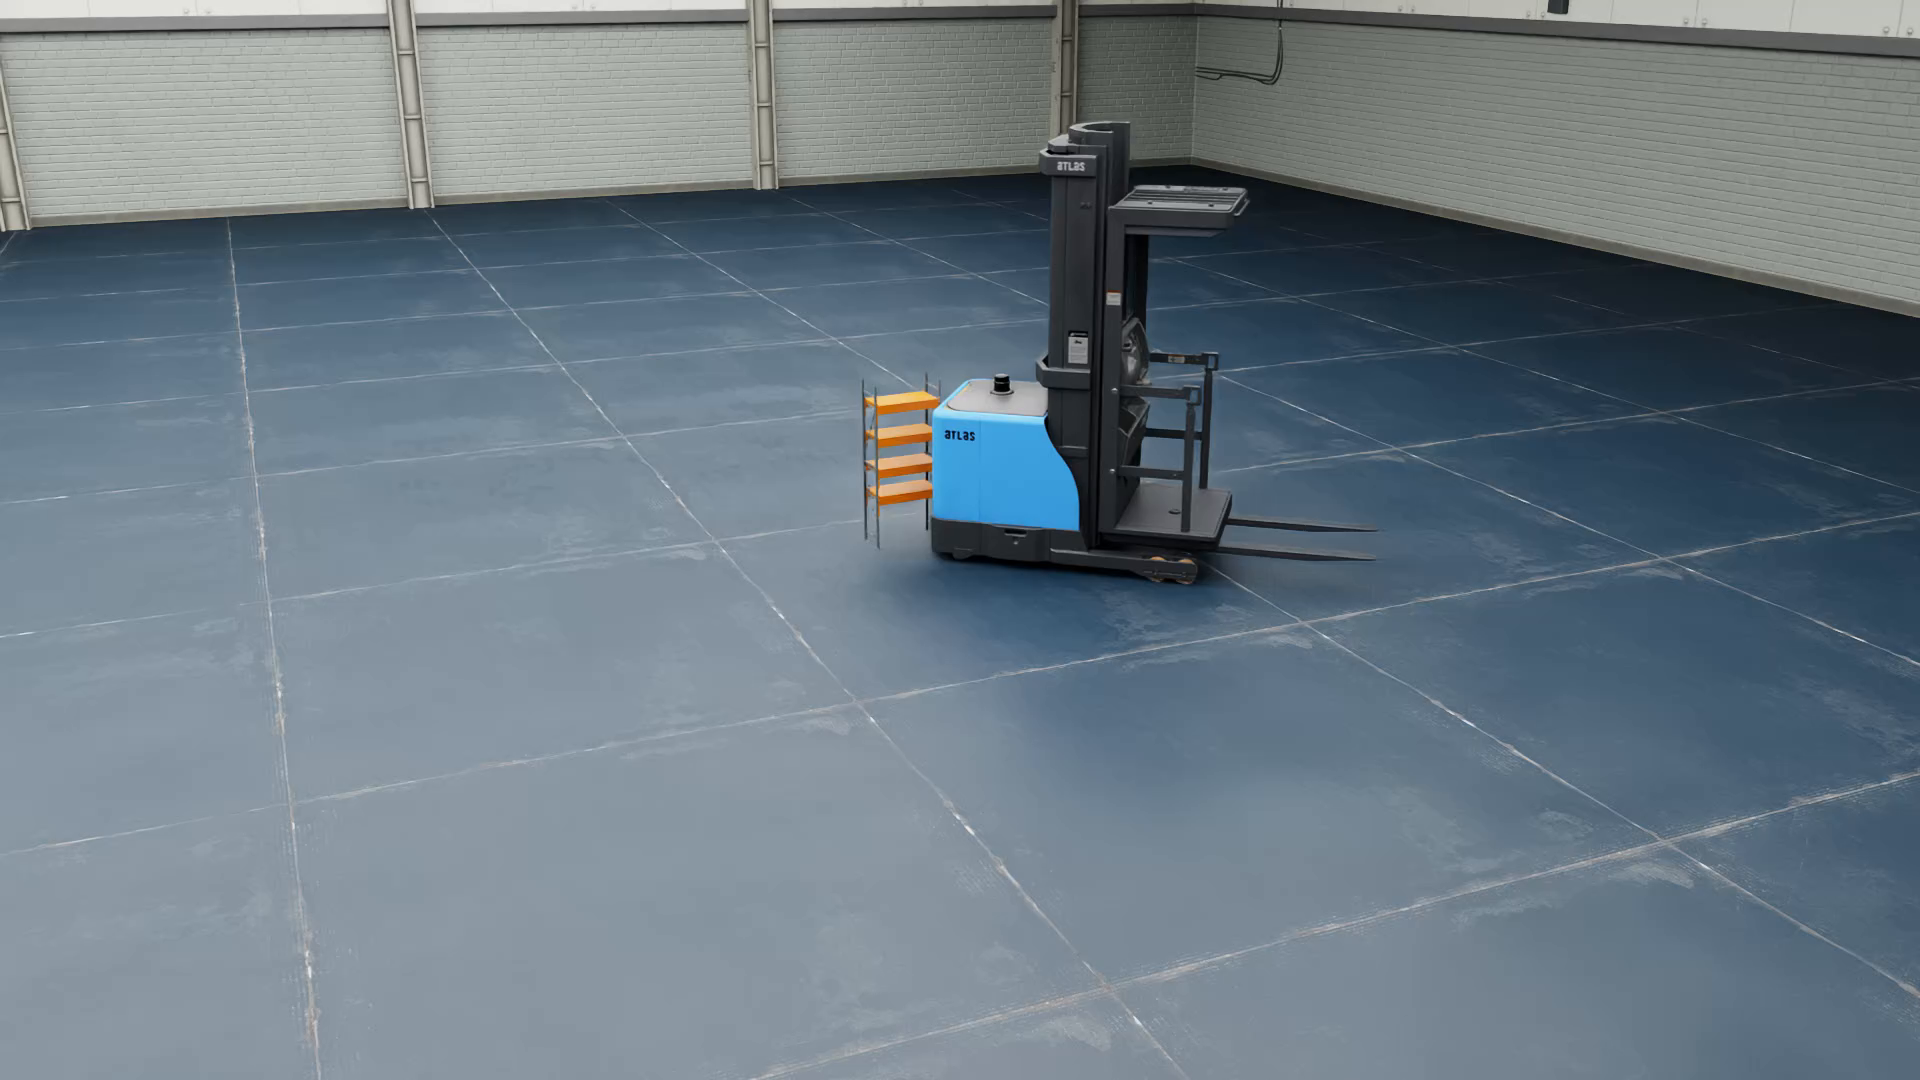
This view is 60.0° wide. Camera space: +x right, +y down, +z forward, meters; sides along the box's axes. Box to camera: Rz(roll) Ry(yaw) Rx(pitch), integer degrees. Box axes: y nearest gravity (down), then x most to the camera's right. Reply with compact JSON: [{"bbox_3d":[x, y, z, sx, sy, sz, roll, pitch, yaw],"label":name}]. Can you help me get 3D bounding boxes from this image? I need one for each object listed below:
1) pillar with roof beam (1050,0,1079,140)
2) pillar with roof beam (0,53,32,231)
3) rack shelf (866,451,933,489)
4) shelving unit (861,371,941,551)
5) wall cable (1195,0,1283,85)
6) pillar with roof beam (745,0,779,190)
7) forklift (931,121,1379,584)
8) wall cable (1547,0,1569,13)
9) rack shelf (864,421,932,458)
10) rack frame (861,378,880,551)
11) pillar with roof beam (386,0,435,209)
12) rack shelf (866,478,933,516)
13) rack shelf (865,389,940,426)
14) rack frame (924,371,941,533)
[{"bbox_3d":[3.696,-10.092,27.136,0.400,9.000,9.100,-8,21,-22],"label":"pillar with roof beam"},{"bbox_3d":[-12.832,-7.725,20.411,0.400,9.000,9.100,-8,21,-22],"label":"pillar with roof beam"},{"bbox_3d":[-0.412,-0.499,11.834,0.480,0.148,0.258,-9,21,-25],"label":"rack shelf"},{"bbox_3d":[-0.412,-0.562,11.812,0.503,1.200,0.258,-9,21,-25],"label":"shelving unit"},{"bbox_3d":[5.219,-9.925,31.336,0.112,2.526,3.097,-8,21,-22],"label":"wall cable"},{"bbox_3d":[-1.813,-9.303,24.894,0.400,9.000,9.100,-8,21,-22],"label":"pillar with roof beam"},{"bbox_3d":[1.372,-1.280,11.244,3.031,2.935,1.130,5,20,14],"label":"forklift"},{"bbox_3d":[8.965,-10.097,22.027,0.169,6.003,2.305,-8,21,-22],"label":"wall cable"},{"bbox_3d":[-0.412,-0.710,11.760,0.480,0.148,0.258,-9,21,-25],"label":"rack shelf"},{"bbox_3d":[-0.631,-0.526,11.710,0.015,1.200,0.240,-9,21,-25],"label":"rack frame"},{"bbox_3d":[-7.323,-8.514,22.653,0.400,9.000,9.100,-8,21,-22],"label":"pillar with roof beam"},{"bbox_3d":[-0.412,-0.311,11.900,0.480,0.148,0.258,-9,21,-25],"label":"rack shelf"},{"bbox_3d":[-0.412,-0.933,11.681,0.480,0.148,0.258,-9,21,-25],"label":"rack shelf"},{"bbox_3d":[-0.193,-0.598,11.914,0.015,1.200,0.240,-9,21,-25],"label":"rack frame"}]
